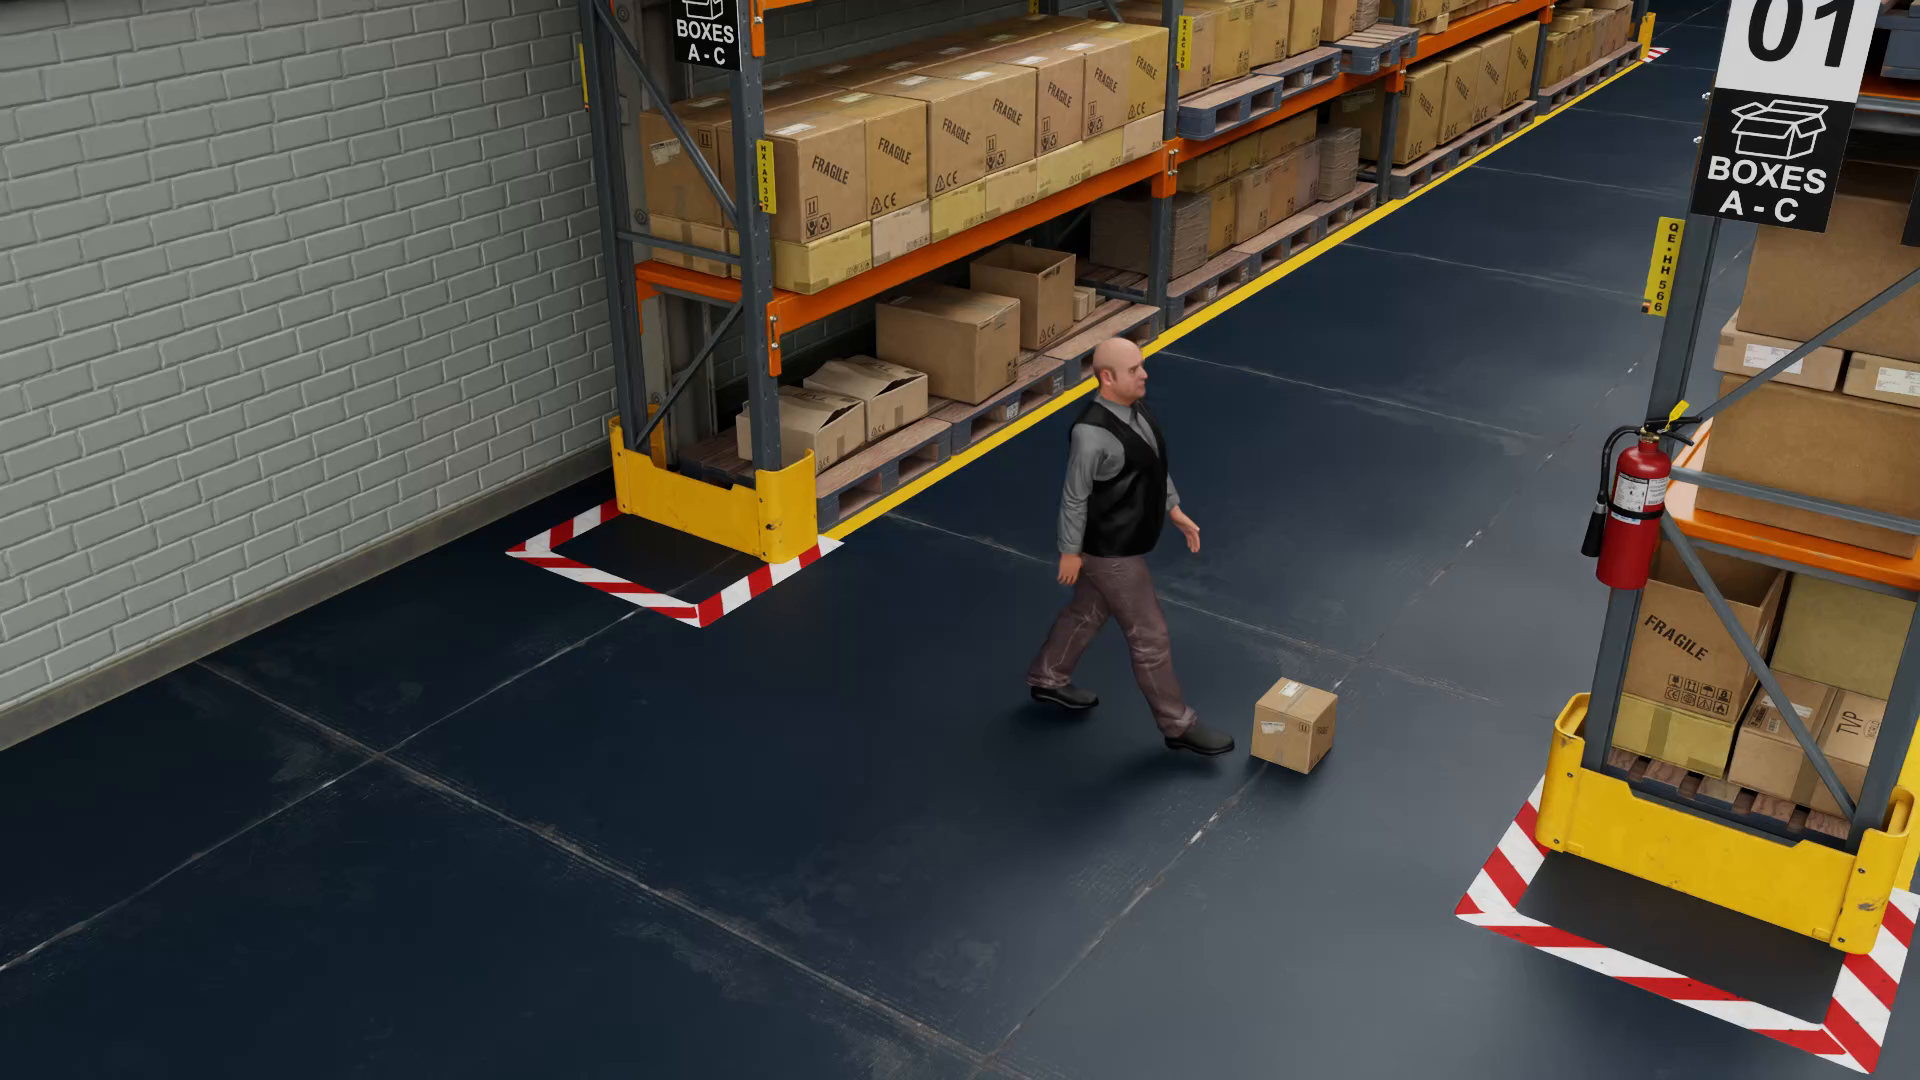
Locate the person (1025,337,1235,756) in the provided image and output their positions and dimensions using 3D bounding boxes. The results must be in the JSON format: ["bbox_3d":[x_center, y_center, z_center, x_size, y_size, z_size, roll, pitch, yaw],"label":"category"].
[{"bbox_3d":[0.714,0.002,6.615,0.927,1.679,0.533,8,28,15],"label":"person"}]
